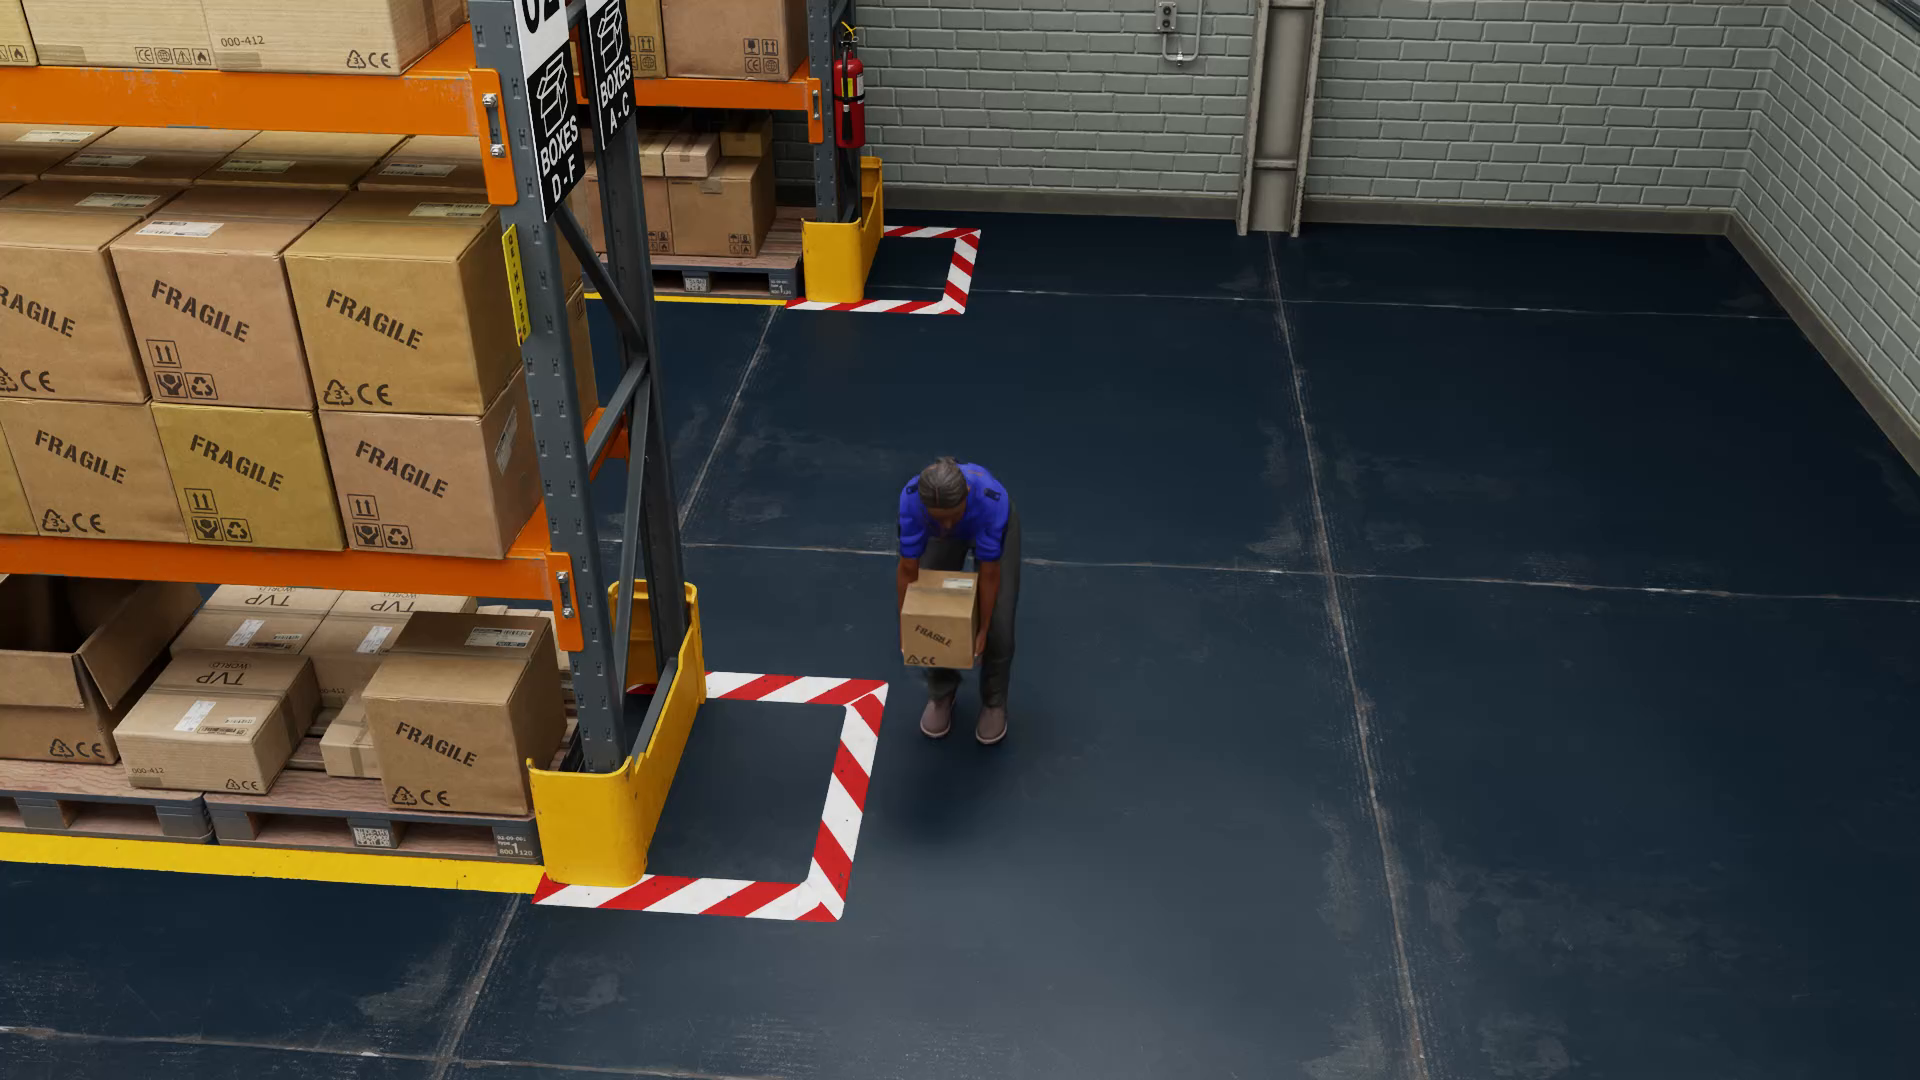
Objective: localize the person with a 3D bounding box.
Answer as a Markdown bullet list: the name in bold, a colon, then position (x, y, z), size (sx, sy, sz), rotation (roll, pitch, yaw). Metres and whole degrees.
- **person**: position (-0.006, 0.192, 6.107), size (0.416, 1.377, 0.759), rotation (5, 32, 8)
